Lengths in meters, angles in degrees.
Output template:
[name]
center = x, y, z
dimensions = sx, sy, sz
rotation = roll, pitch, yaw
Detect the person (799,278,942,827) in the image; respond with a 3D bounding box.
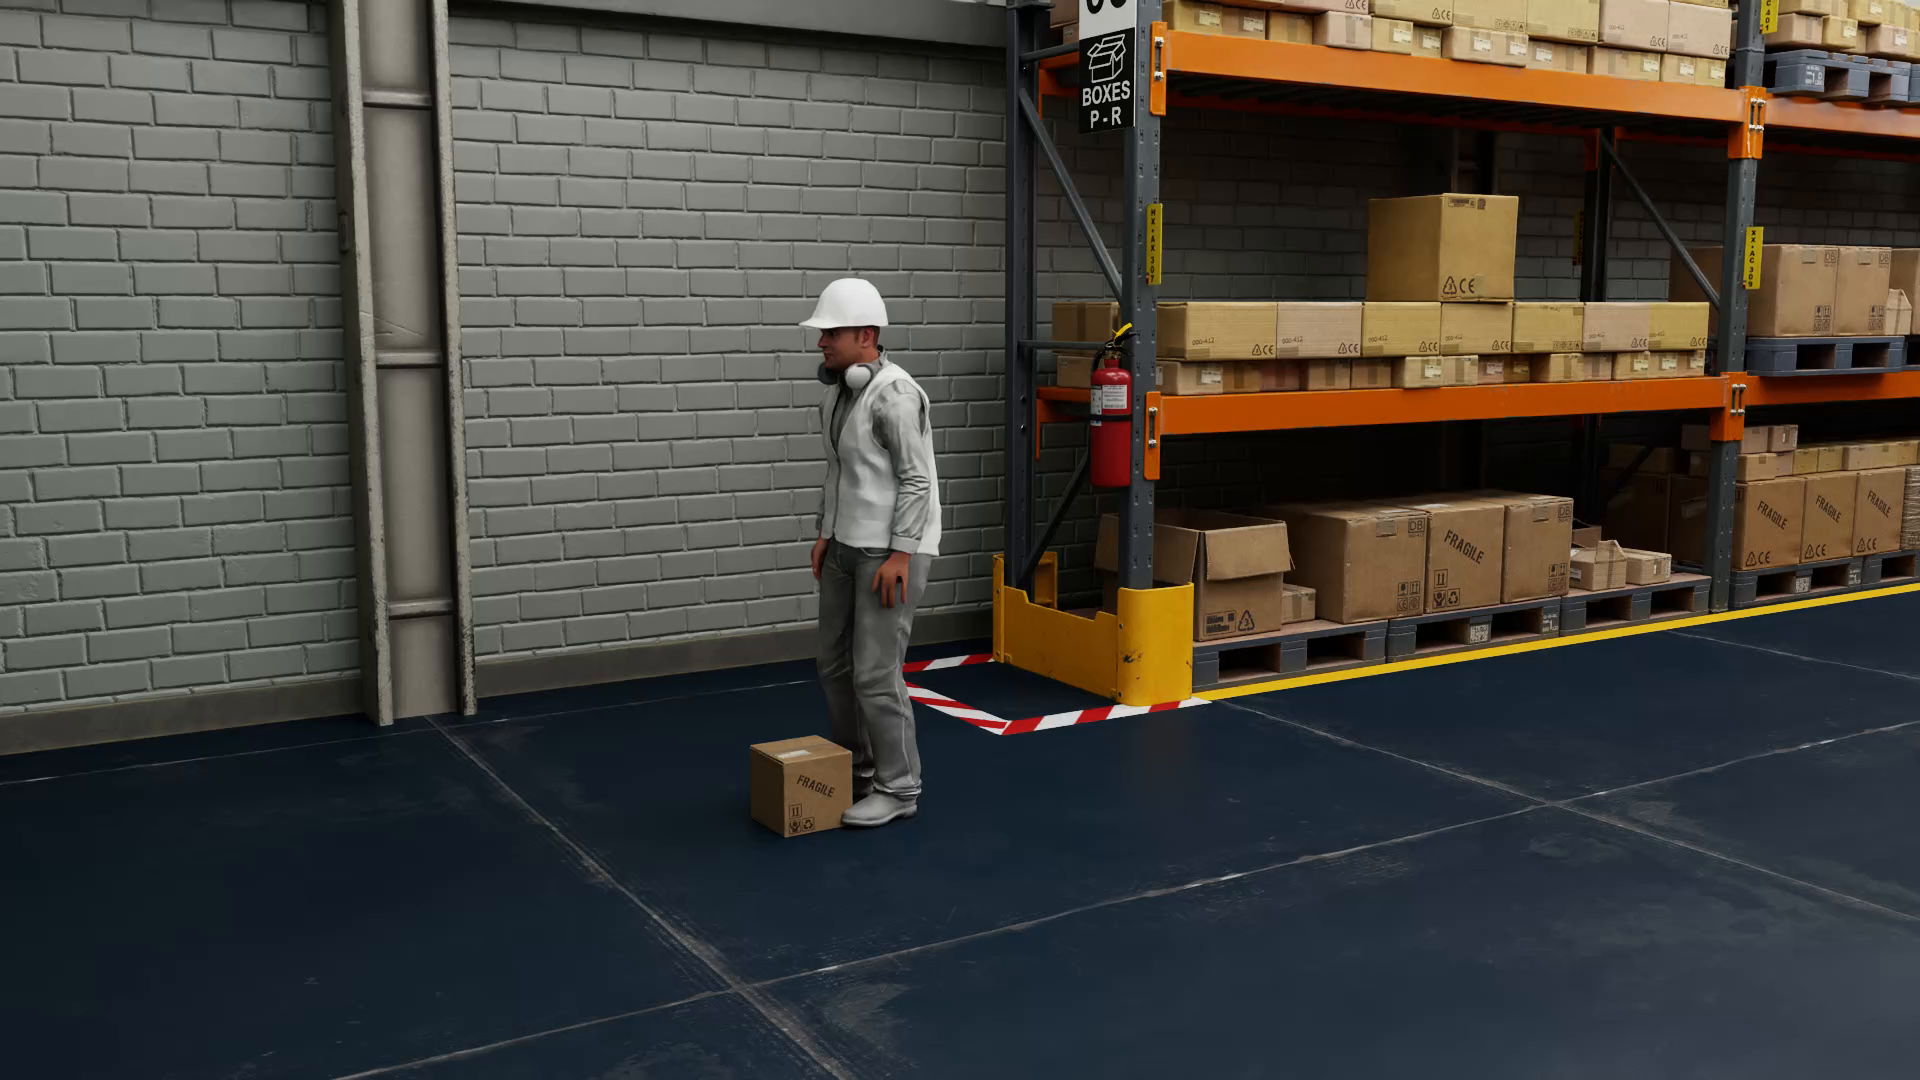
[person]
center = -0.309, 0.033, 5.494
dimensions = 0.465, 1.771, 0.582
rotation = -5, 9, -31
